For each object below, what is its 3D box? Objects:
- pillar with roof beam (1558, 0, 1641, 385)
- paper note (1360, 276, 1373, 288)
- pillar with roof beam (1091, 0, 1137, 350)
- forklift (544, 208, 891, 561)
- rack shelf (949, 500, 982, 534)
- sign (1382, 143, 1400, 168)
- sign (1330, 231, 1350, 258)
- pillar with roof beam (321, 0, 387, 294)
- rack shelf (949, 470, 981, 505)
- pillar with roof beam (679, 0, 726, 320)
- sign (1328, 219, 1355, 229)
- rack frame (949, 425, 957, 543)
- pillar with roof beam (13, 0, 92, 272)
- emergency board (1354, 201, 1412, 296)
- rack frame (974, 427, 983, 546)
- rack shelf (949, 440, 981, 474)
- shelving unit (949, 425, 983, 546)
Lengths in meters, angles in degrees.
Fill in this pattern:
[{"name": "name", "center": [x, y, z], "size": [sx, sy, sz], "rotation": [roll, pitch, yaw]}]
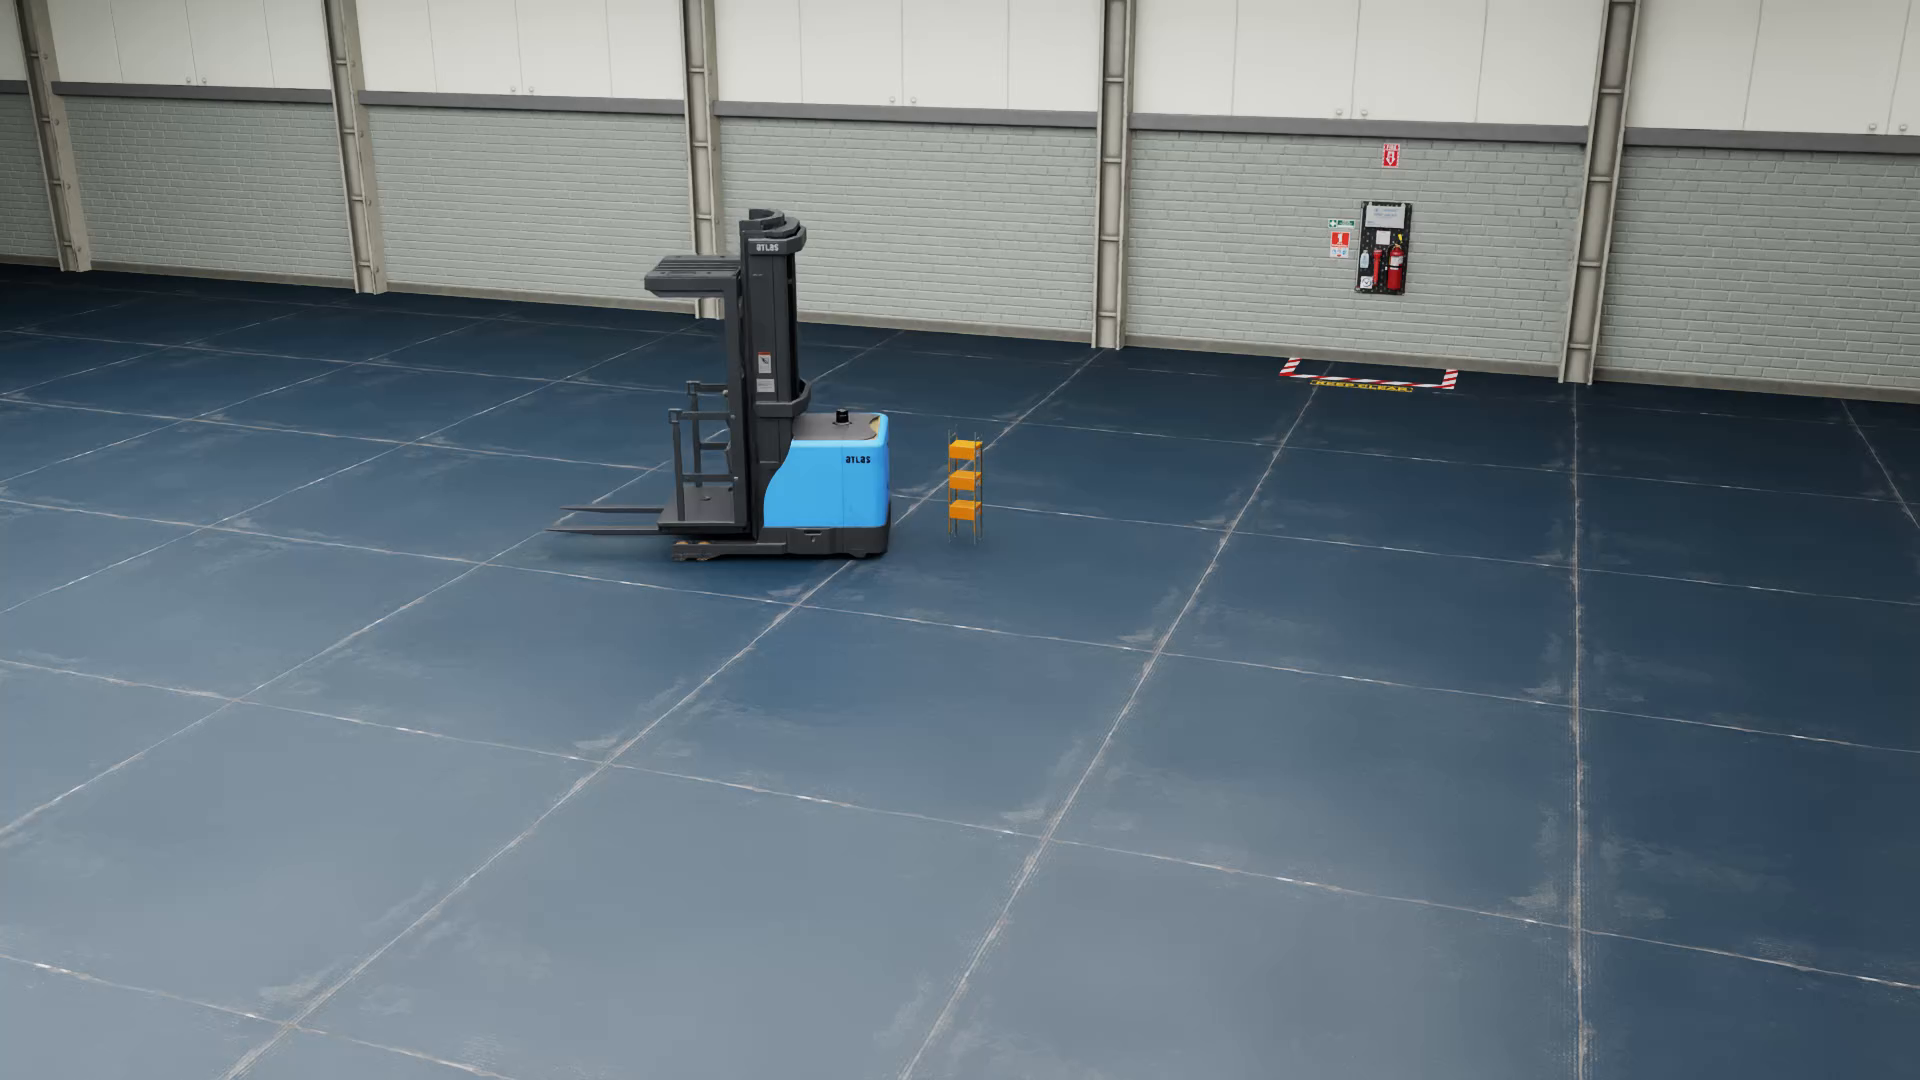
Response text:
[{"name": "pillar with roof beam", "center": [6.273, -4.899, 15.458], "size": [0.400, 9.000, 9.100], "rotation": [7, 20, 18]}, {"name": "paper note", "center": [5.219, -3.308, 21.347], "size": [0.142, 0.148, 0.016], "rotation": [7, 20, 18]}, {"name": "pillar with roof beam", "center": [0.605, -5.547, 17.318], "size": [0.400, 9.000, 9.100], "rotation": [7, 20, 18]}, {"name": "forklift", "center": [-2.155, -1.375, 14.569], "size": [3.031, 2.935, 1.130], "rotation": [0, 19, 0]}, {"name": "rack shelf", "center": [0.051, -0.218, 14.982], "size": [0.240, 0.259, 0.215], "rotation": [7, 20, 18]}, {"name": "sign", "center": [5.389, -4.810, 20.795], "size": [0.199, 0.298, 0.001], "rotation": [7, 20, 18]}, {"name": "sign", "center": [4.876, -3.792, 21.343], "size": [0.234, 0.329, 0.001], "rotation": [7, 20, 18]}, {"name": "pillar with roof beam", "center": [-10.730, -6.843, 21.036], "size": [0.400, 9.000, 9.100], "rotation": [7, 20, 18]}, {"name": "rack shelf", "center": [0.051, -0.480, 14.890], "size": [0.240, 0.259, 0.215], "rotation": [7, 20, 18]}, {"name": "pillar with roof beam", "center": [-5.062, -6.195, 19.177], "size": [0.400, 9.000, 9.100], "rotation": [7, 20, 18]}, {"name": "sign", "center": [4.877, -4.039, 21.246], "size": [0.331, 0.109, 0.001], "rotation": [7, 20, 18]}, {"name": "rack frame", "center": [-0.065, -0.503, 14.925], "size": [0.008, 1.050, 0.200], "rotation": [7, 20, 18]}, {"name": "pillar with roof beam", "center": [-16.398, -7.491, 22.896], "size": [0.400, 9.000, 9.100], "rotation": [7, 20, 18]}, {"name": "emergency board", "center": [5.364, -3.683, 21.086], "size": [0.643, 1.169, 0.194], "rotation": [7, 20, 18]}, {"name": "rack frame", "center": [0.166, -0.477, 14.849], "size": [0.008, 1.050, 0.200], "rotation": [7, 20, 18]}, {"name": "rack shelf", "center": [0.051, -0.748, 14.797], "size": [0.240, 0.259, 0.215], "rotation": [7, 20, 18]}, {"name": "shelving unit", "center": [0.051, -0.490, 14.887], "size": [0.252, 1.050, 0.215], "rotation": [7, 20, 18]}]
